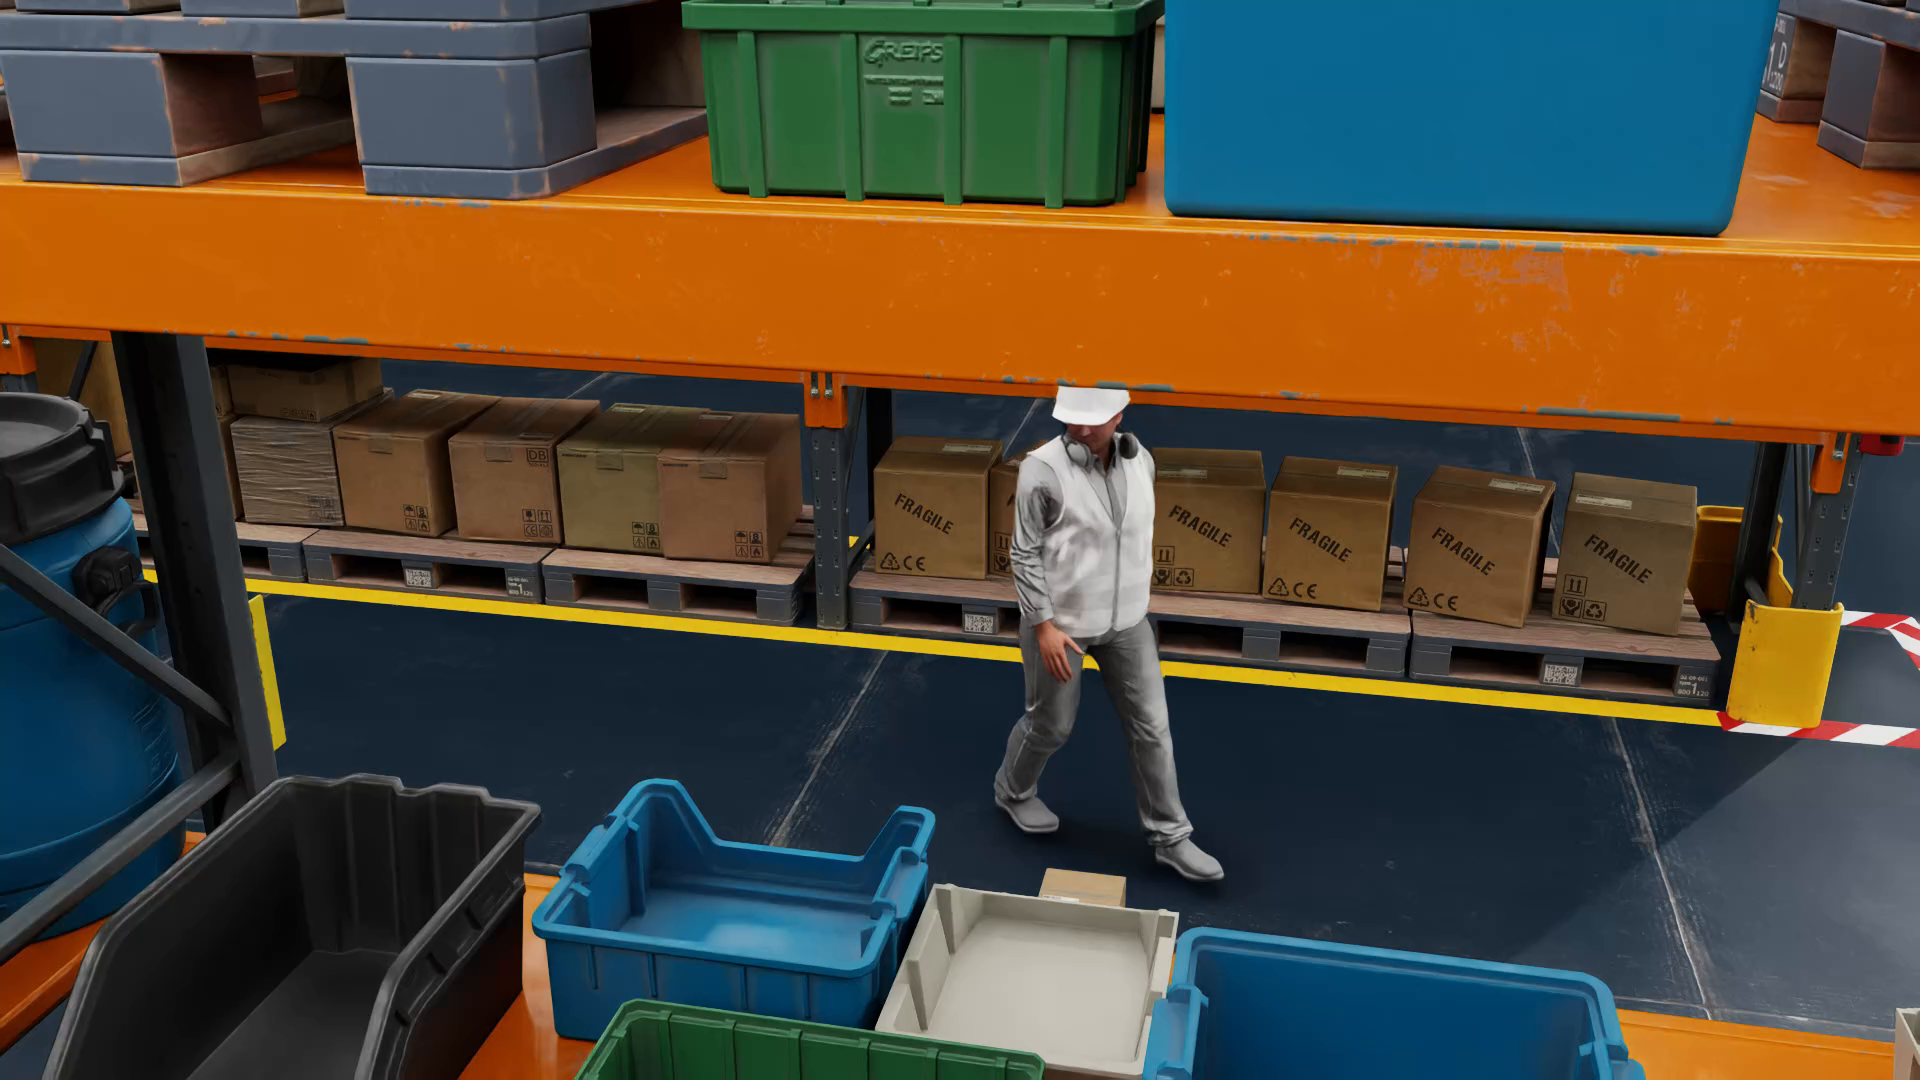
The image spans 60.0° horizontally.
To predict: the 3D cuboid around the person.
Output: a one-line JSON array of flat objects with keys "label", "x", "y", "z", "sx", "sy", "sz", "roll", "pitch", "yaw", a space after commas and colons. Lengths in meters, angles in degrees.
[{"label": "person", "x": 0.444, "y": 0.257, "z": 5.374, "sx": 0.560, "sy": 1.736, "sz": 0.863, "roll": -11, "pitch": 24, "yaw": -26}]
